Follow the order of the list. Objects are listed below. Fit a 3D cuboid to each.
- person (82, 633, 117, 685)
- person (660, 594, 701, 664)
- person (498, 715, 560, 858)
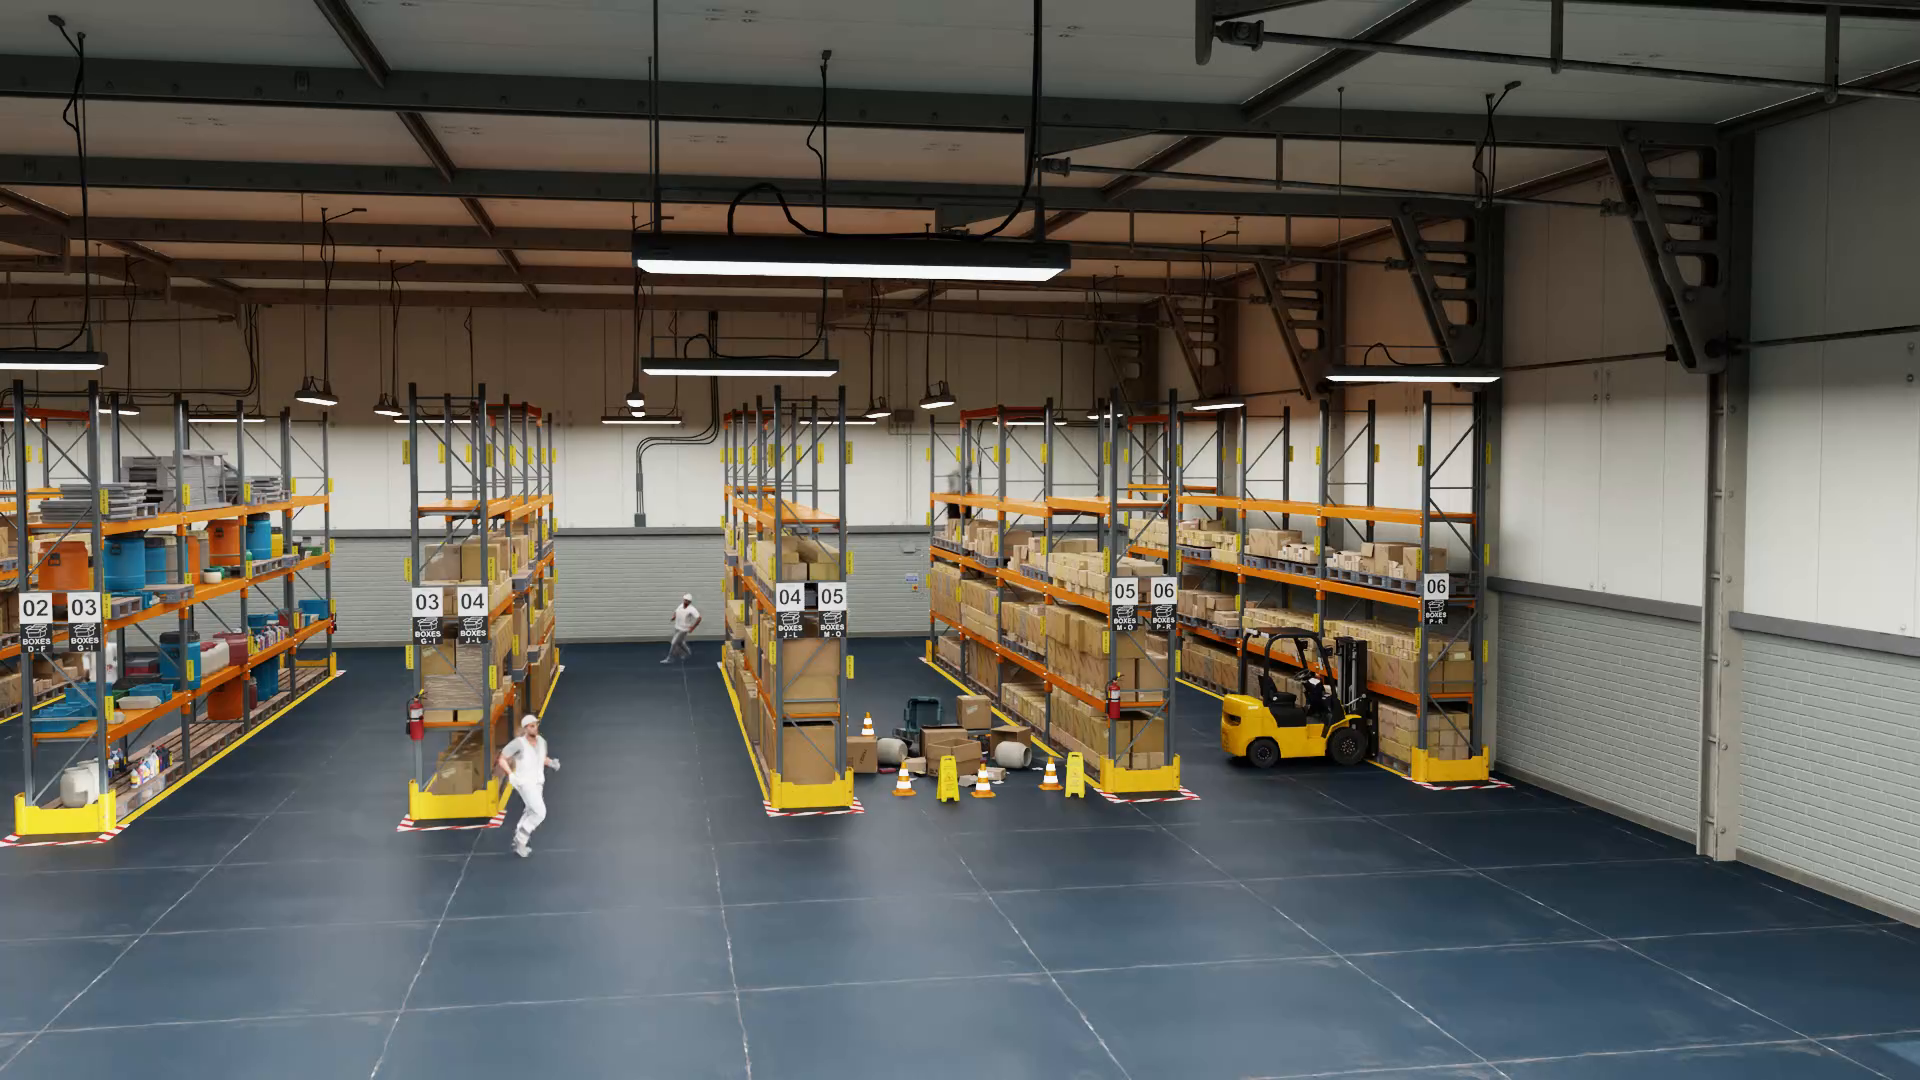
[{"bbox_3d":[-16.090,2.555,31.194,0.702,1.738,0.627,-1,3,-22],"label":"person"},{"bbox_3d":[-6.777,2.127,40.088,0.936,1.679,0.862,-1,3,-21],"label":"person"},{"bbox_3d":[-5.323,3.064,20.751,0.667,1.770,0.624,1,3,26],"label":"person"}]
